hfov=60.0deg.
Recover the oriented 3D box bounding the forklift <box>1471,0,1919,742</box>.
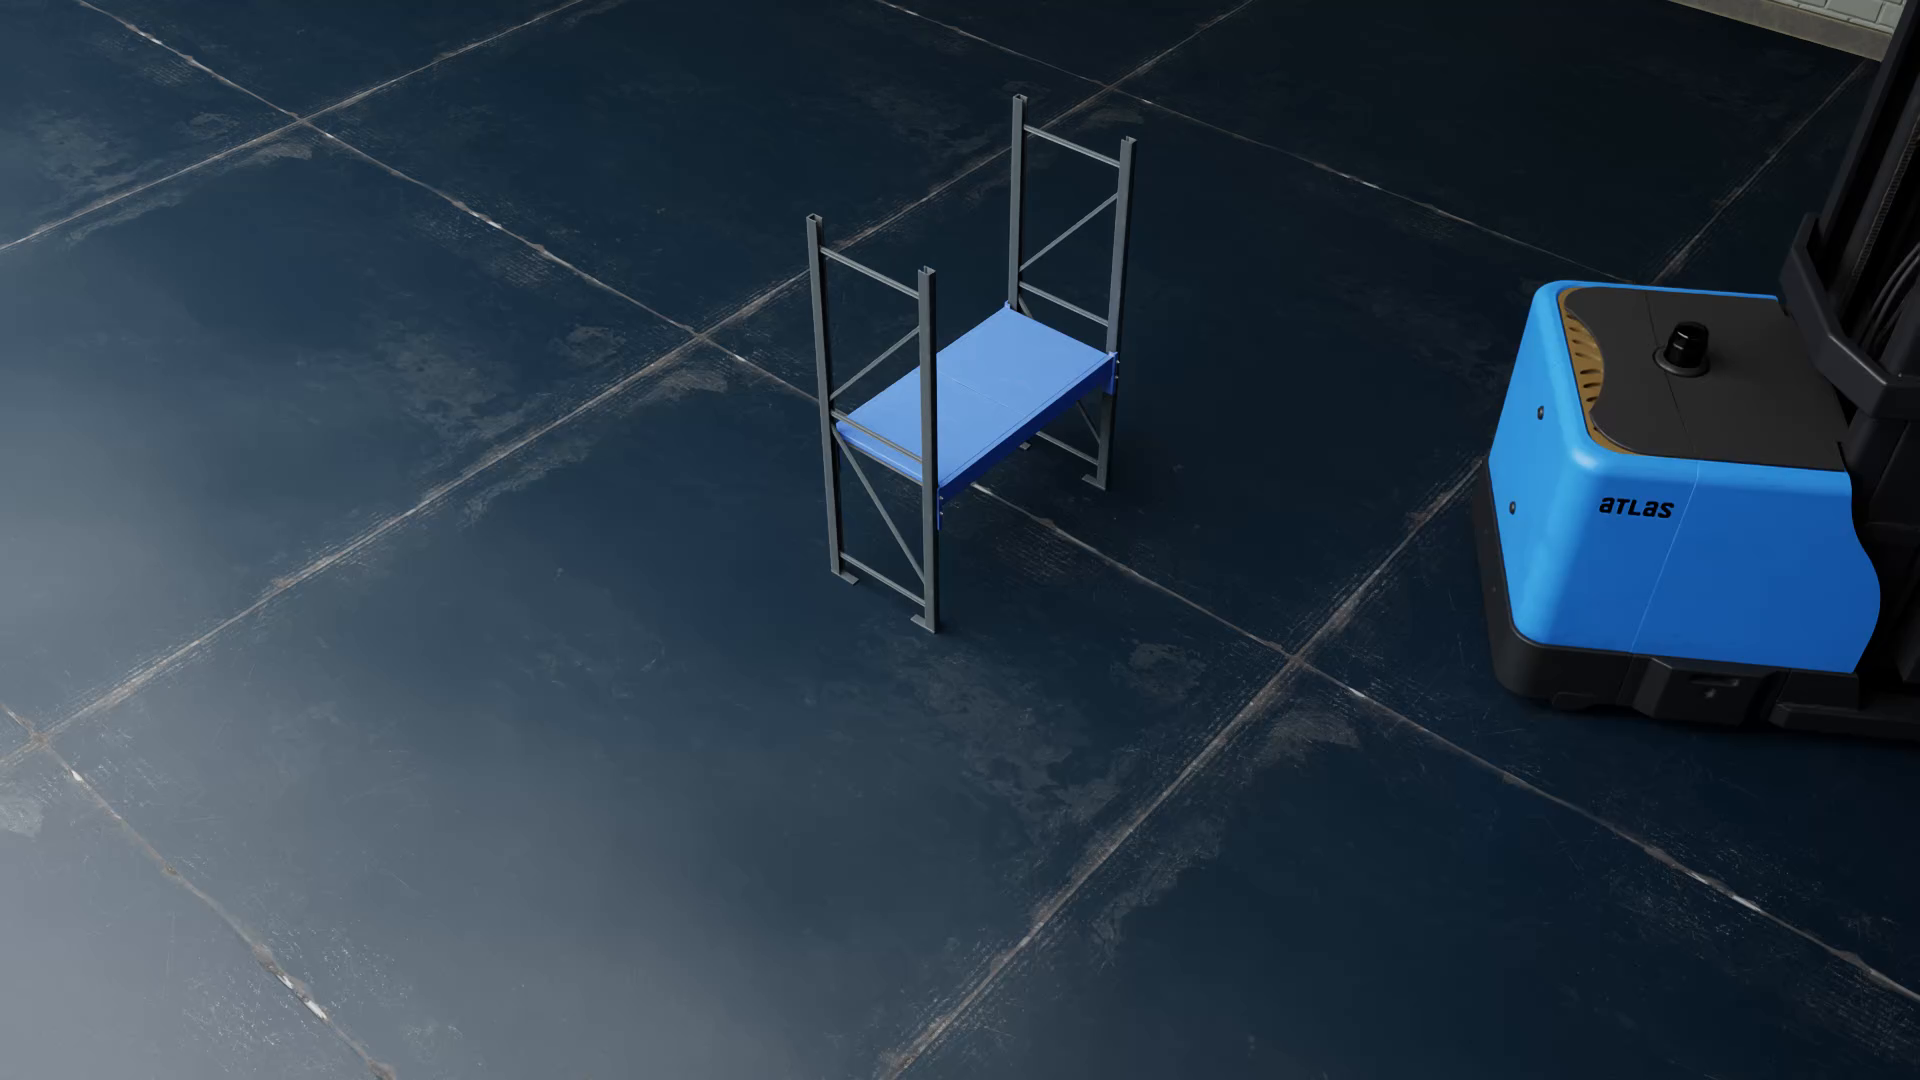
[{"bbox_3d":[3.372,-0.727,4.871,3.031,2.935,1.130,5,43,6],"label":"forklift"}]

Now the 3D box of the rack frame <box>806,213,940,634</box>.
[{"bbox_3d":[-0.272,-0.337,5.506,0.500,1.500,0.032,29,50,28],"label":"rack frame"}]

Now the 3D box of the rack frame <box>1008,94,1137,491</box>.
[{"bbox_3d":[0.382,-0.861,6.082,0.500,1.500,0.032,29,50,28],"label":"rack frame"}]

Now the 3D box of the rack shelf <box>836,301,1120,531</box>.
[{"bbox_3d":[0.055,-0.466,5.915,0.538,0.185,1.000,29,50,28],"label":"rack shelf"}]

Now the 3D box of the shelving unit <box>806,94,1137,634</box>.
[{"bbox_3d":[0.055,-0.599,5.794,0.538,1.500,1.048,29,50,28],"label":"shelving unit"}]
